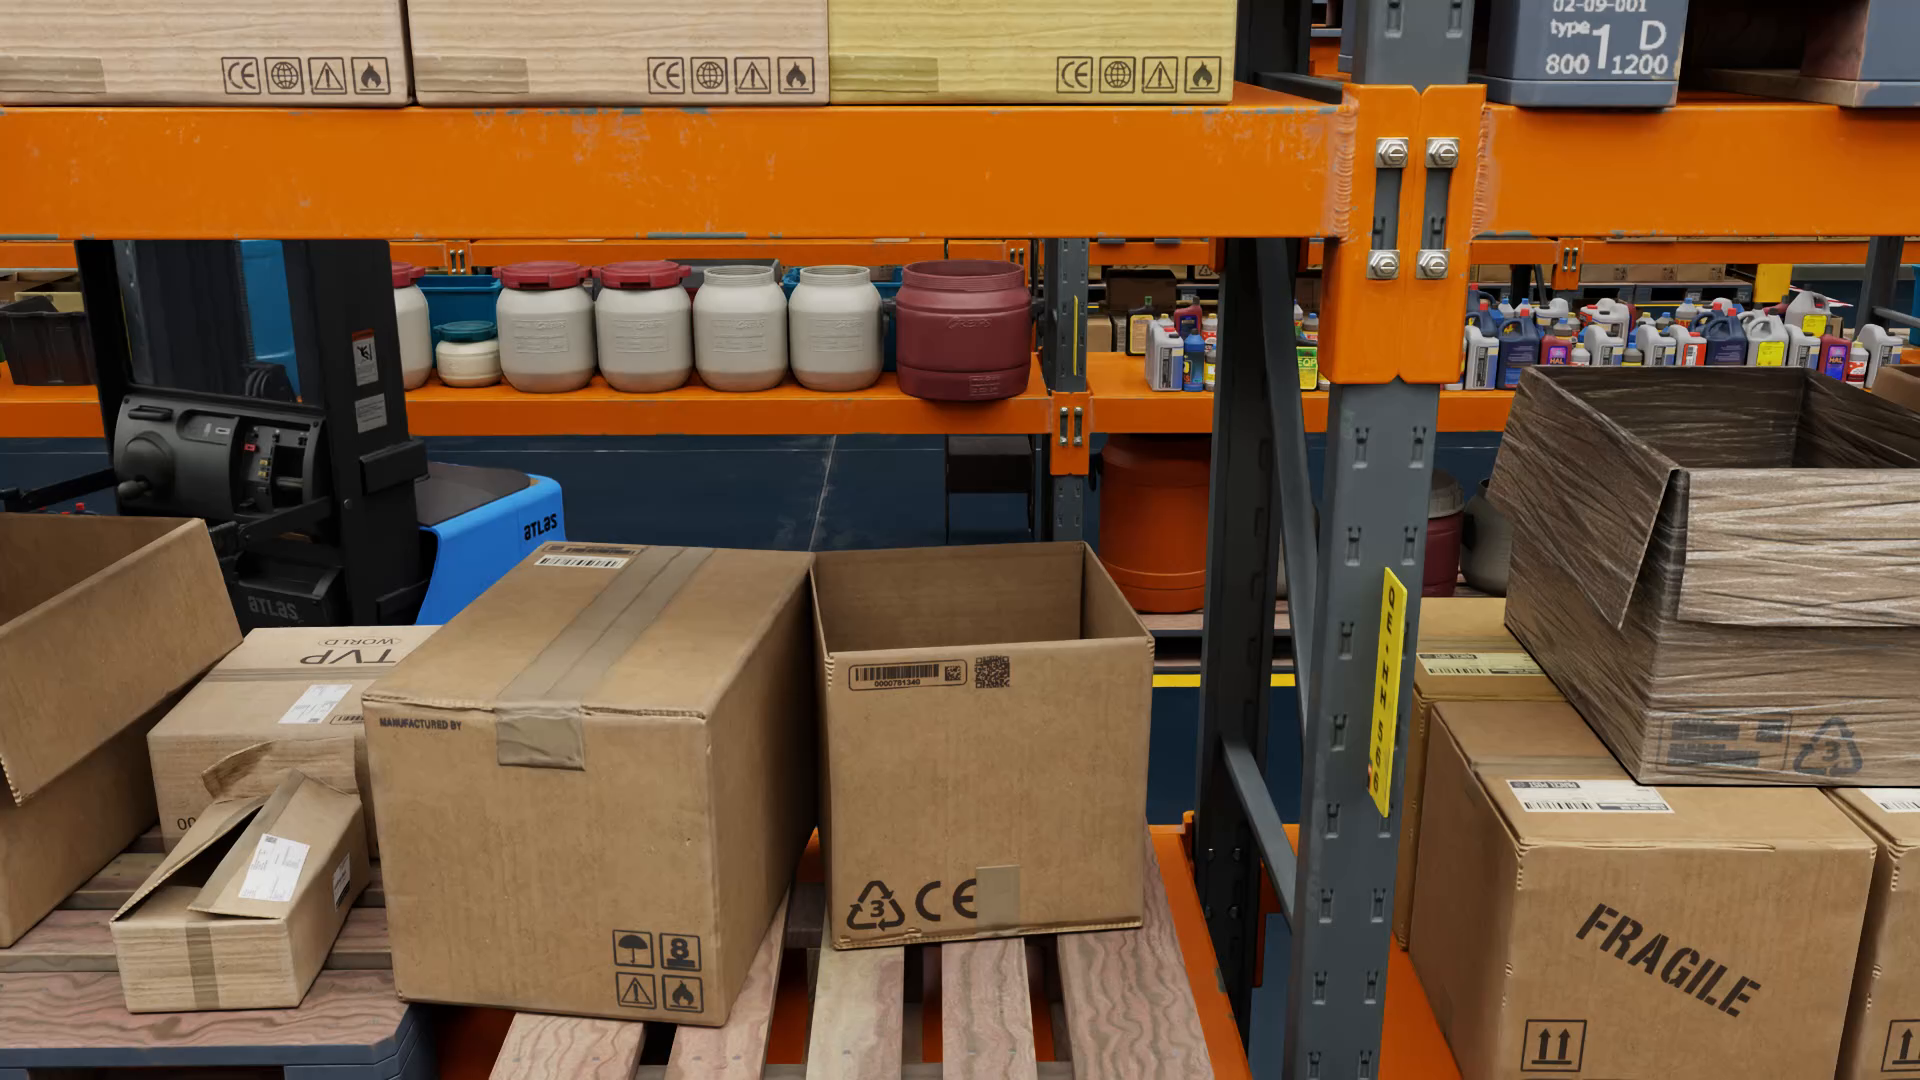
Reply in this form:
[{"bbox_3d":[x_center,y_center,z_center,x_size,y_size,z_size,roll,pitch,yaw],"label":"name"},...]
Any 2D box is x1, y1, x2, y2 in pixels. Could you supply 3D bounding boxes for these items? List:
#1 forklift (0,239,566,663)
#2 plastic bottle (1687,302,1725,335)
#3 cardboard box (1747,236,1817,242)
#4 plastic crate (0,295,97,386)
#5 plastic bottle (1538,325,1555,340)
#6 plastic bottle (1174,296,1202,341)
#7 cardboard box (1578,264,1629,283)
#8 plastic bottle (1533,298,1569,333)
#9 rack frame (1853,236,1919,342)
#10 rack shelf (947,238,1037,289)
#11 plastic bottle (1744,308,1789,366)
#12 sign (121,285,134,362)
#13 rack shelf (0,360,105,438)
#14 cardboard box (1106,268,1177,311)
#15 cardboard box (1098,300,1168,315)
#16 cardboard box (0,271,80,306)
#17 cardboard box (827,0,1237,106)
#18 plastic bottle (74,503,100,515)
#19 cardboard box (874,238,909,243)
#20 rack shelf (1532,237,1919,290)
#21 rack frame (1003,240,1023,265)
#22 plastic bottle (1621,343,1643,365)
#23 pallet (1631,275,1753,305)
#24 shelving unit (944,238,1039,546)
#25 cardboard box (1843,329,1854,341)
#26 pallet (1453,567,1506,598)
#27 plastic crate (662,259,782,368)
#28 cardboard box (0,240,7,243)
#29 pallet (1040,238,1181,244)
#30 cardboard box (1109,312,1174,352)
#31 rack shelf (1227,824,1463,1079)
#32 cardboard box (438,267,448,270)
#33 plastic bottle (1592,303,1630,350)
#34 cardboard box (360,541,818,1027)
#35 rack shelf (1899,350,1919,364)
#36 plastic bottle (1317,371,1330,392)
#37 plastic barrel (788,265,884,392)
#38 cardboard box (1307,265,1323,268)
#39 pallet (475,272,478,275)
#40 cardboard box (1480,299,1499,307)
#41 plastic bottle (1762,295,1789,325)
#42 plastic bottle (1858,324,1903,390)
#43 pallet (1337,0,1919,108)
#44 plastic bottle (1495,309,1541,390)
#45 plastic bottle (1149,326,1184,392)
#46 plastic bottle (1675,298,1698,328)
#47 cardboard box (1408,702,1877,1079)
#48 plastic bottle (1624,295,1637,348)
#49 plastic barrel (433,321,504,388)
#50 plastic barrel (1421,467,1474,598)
[{"bbox_3d":[-2.674,-0.278,5.615,1.130,2.935,3.031,8,19,22],"label":"forklift"},{"bbox_3d":[3.374,-0.895,7.507,0.185,0.351,0.144,0,18,-1],"label":"plastic bottle"},{"bbox_3d":[5.926,-2.464,12.155,0.500,0.500,0.500,0,18,-1],"label":"cardboard box"},{"bbox_3d":[-4.050,-0.948,7.692,0.504,0.338,0.767,0,18,-1],"label":"plastic crate"},{"bbox_3d":[2.600,-0.821,7.405,0.097,0.271,0.097,0,18,0],"label":"plastic bottle"},{"bbox_3d":[1.104,-1.038,8.063,0.133,0.283,0.061,0,18,-1],"label":"plastic bottle"},{"bbox_3d":[6.616,-2.995,17.379,0.500,0.500,0.700,-1,18,-3],"label":"cardboard box"},{"bbox_3d":[2.848,-1.029,8.047,0.135,0.276,0.152,0,18,-1],"label":"plastic bottle"},{"bbox_3d":[4.475,-0.979,7.690,0.127,3.000,1.000,0,18,-1],"label":"rack frame"},{"bbox_3d":[0.166,-1.654,9.020,0.480,0.518,0.431,0,18,-1],"label":"rack shelf"},{"bbox_3d":[3.561,-0.852,7.372,0.185,0.351,0.144,0,18,-1],"label":"plastic bottle"},{"bbox_3d":[-3.527,-0.905,7.003,0.005,0.325,0.100,0,18,-1],"label":"sign"},{"bbox_3d":[-5.524,-0.589,7.649,4.000,0.370,1.077,0,18,-1],"label":"rack shelf"},{"bbox_3d":[1.388,-1.927,12.788,0.500,0.250,0.500,0,18,1],"label":"cardboard box"},{"bbox_3d":[1.332,-1.568,12.898,0.500,0.500,0.500,0,18,1],"label":"cardboard box"},{"bbox_3d":[-7.067,-1.776,12.758,0.500,0.500,0.500,0,18,-1],"label":"cardboard box"},{"bbox_3d":[0.082,-0.727,2.238,0.500,0.250,0.500,0,18,-1],"label":"cardboard box"},{"bbox_3d":[-4.338,-0.012,8.290,0.185,0.351,0.144,0,18,1],"label":"plastic bottle"},{"bbox_3d":[-0.494,-2.265,12.108,0.250,0.149,0.380,0,18,-1],"label":"cardboard box"},{"bbox_3d":[6.400,-2.159,12.546,4.000,0.370,1.077,0,18,-1],"label":"rack shelf"},{"bbox_3d":[0.401,-2.473,12.346,0.127,3.000,1.000,0,18,-1],"label":"rack frame"},{"bbox_3d":[2.966,-0.770,7.364,0.097,0.201,0.097,0,18,0],"label":"plastic bottle"},{"bbox_3d":[7.520,-2.669,17.522,1.213,0.211,1.003,0,18,-1],"label":"pallet"},{"bbox_3d":[0.166,-1.001,9.229,0.503,2.100,0.431,0,18,-1],"label":"shelving unit"},{"bbox_3d":[6.852,-1.491,13.066,0.500,0.250,0.500,0,18,-1],"label":"cardboard box"},{"bbox_3d":[2.480,0.346,8.123,1.213,0.211,1.003,0,18,-1],"label":"pallet"},{"bbox_3d":[-1.145,-1.076,7.887,0.583,0.464,0.402,0,18,-1],"label":"plastic crate"},{"bbox_3d":[-7.131,-2.480,12.205,0.500,0.500,0.700,0,18,-1],"label":"cardboard box"},{"bbox_3d":[1.077,-2.406,12.452,1.003,0.211,1.213,0,18,-1],"label":"pallet"},{"bbox_3d":[1.384,-1.411,12.408,0.500,0.500,0.500,-1,18,-3],"label":"cardboard box"},{"bbox_3d":[2.553,0.886,3.054,4.000,0.370,1.077,0,18,-1],"label":"rack shelf"},{"bbox_3d":[-5.280,-2.817,17.365,0.250,0.149,0.380,-2,18,-5],"label":"cardboard box"},{"bbox_3d":[3.082,-0.983,7.906,0.135,0.276,0.152,0,18,-1],"label":"plastic bottle"},{"bbox_3d":[-0.542,0.353,2.685,0.500,0.500,0.700,2,18,7],"label":"cardboard box"},{"bbox_3d":[6.474,-0.646,7.830,4.000,0.370,1.077,0,18,-1],"label":"rack shelf"},{"bbox_3d":[1.625,-0.764,7.343,0.097,0.201,0.097,0,18,0],"label":"plastic bottle"},{"bbox_3d":[-0.550,-0.943,7.394,0.421,0.512,0.421,0,18,0],"label":"plastic barrel"},{"bbox_3d":[3.670,-3.139,17.253,0.750,0.750,0.750,0,18,0],"label":"cardboard box"},{"bbox_3d":[-5.575,-2.618,17.363,1.213,0.211,1.003,0,18,-1],"label":"pallet"},{"bbox_3d":[3.913,-1.584,12.945,0.500,0.500,0.500,-1,18,-3],"label":"cardboard box"},{"bbox_3d":[3.968,-1.052,8.106,0.133,0.283,0.061,0,18,-1],"label":"plastic bottle"},{"bbox_3d":[4.086,-0.820,7.395,0.135,0.276,0.152,0,18,-1],"label":"plastic bottle"},{"bbox_3d":[1.196,-0.805,2.545,1.003,0.211,1.213,1,18,2],"label":"pallet"},{"bbox_3d":[2.459,-0.846,7.355,0.185,0.351,0.144,0,18,-1],"label":"plastic bottle"},{"bbox_3d":[0.913,-0.804,7.347,0.135,0.276,0.152,0,18,-1],"label":"plastic bottle"},{"bbox_3d":[3.524,-1.038,8.084,0.097,0.271,0.097,0,18,0],"label":"plastic bottle"},{"bbox_3d":[1.044,0.586,2.647,0.500,0.500,0.500,0,18,1],"label":"cardboard box"},{"bbox_3d":[3.213,-1.048,8.095,0.133,0.283,0.061,0,18,-1],"label":"plastic bottle"},{"bbox_3d":[-2.198,-0.834,7.465,0.301,0.262,0.301,0,18,0],"label":"plastic barrel"},{"bbox_3d":[2.093,-0.025,7.974,0.708,0.588,0.600,0,18,-1],"label":"plastic barrel"}]
